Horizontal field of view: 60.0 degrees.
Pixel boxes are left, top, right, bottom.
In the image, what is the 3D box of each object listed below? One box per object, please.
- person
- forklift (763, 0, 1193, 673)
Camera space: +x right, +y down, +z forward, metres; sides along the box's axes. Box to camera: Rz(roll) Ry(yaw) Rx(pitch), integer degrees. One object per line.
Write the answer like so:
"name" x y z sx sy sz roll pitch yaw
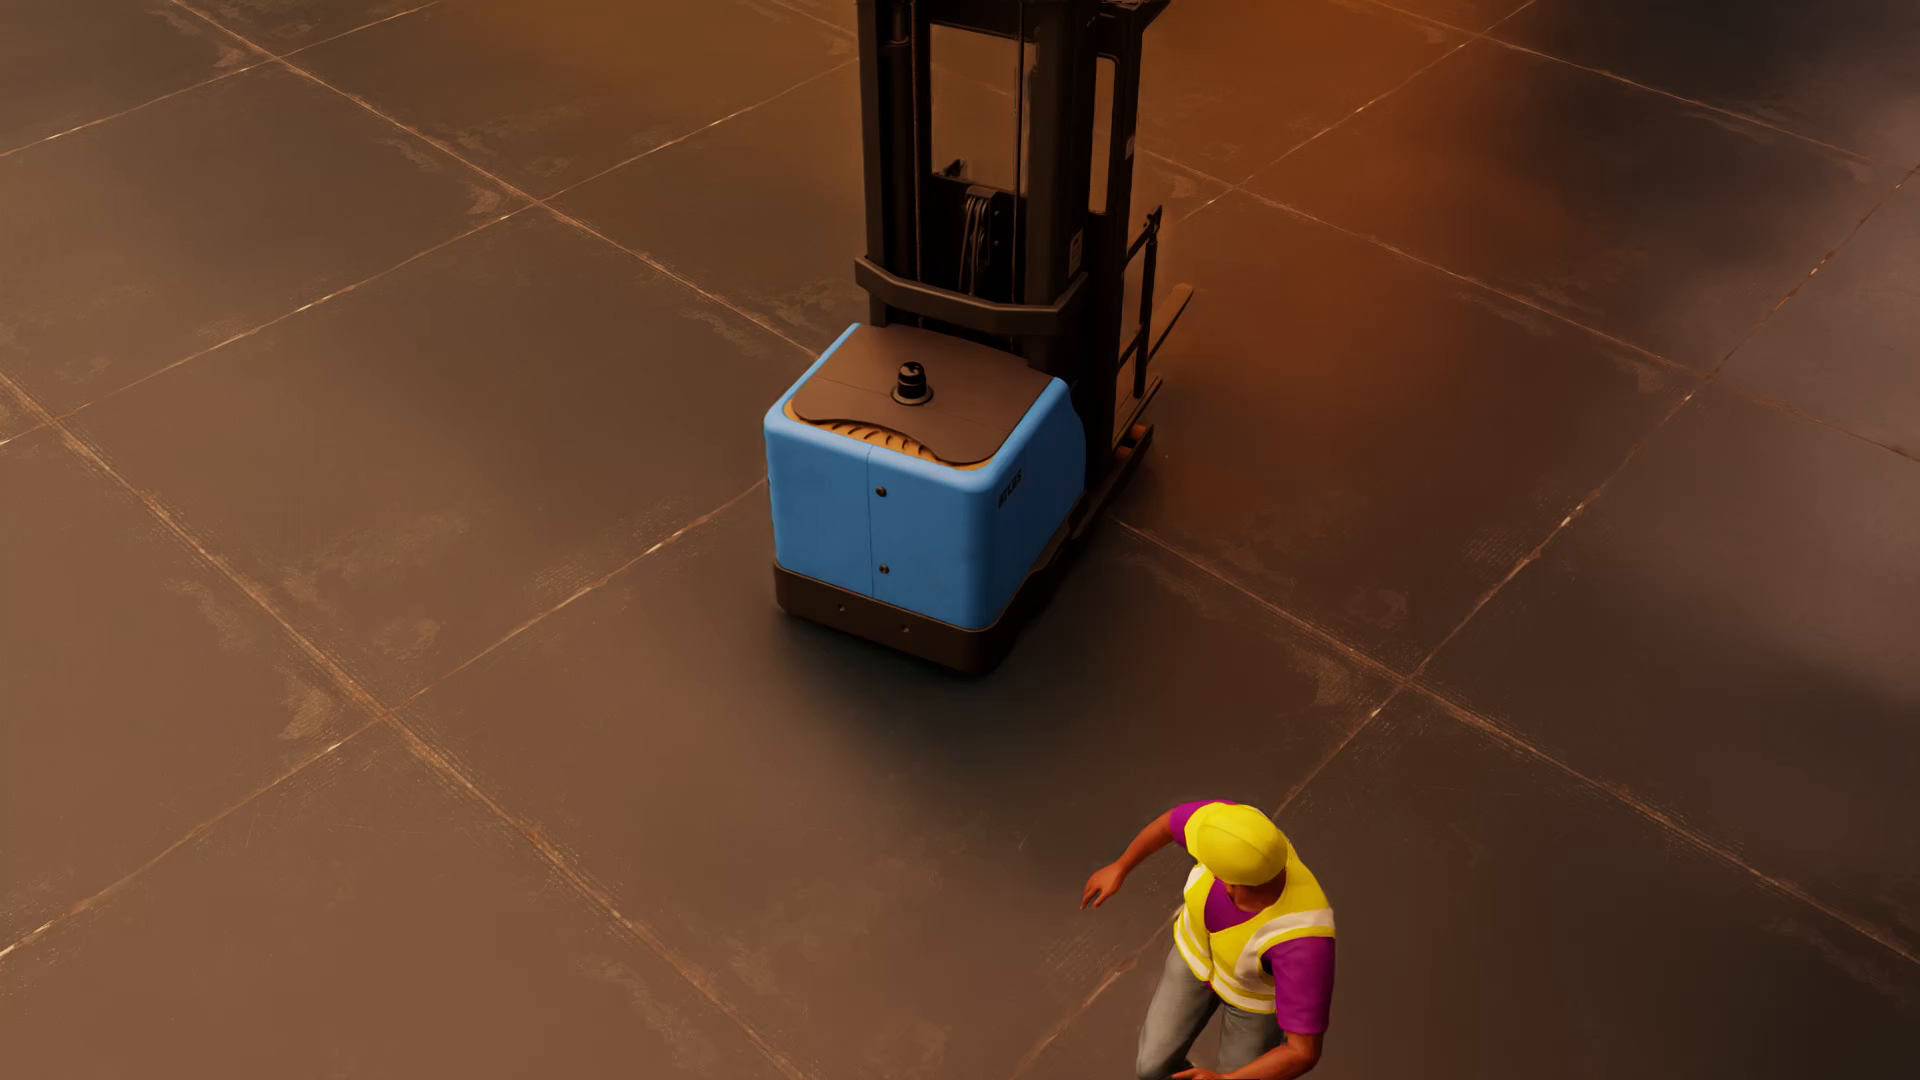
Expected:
"person" 0.676 1.321 4.886 0.923 1.631 0.841 33 50 32
"forklift" 0.292 -1.515 7.194 1.130 2.935 3.031 17 44 19
